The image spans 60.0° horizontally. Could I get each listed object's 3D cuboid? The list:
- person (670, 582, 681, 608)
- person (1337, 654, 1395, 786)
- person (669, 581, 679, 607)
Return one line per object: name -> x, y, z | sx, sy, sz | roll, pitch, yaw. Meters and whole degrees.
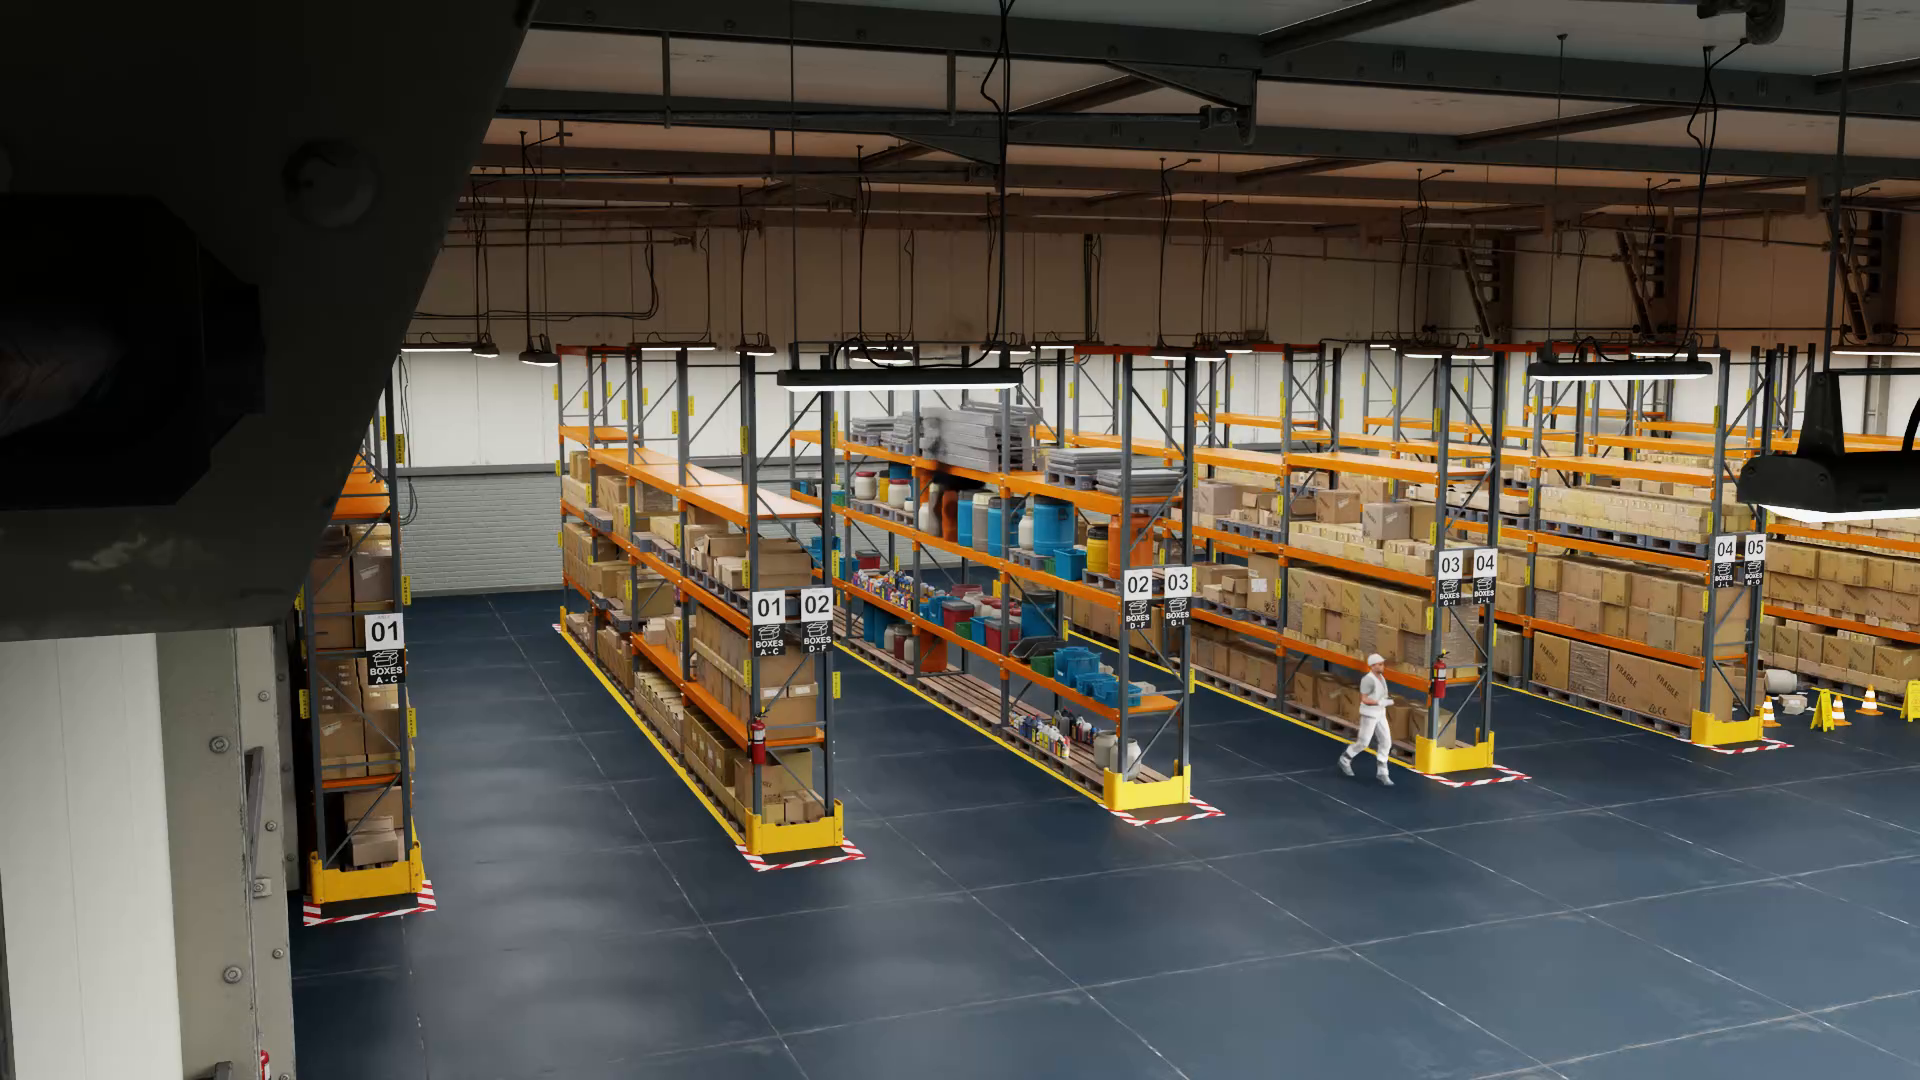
person -> -5.652, 1.238, 34.142 | 0.531, 1.544, 0.539 | -5, 9, -35
person -> 5.742, 2.499, 23.318 | 0.850, 1.842, 0.660 | 7, 10, 43
person -> -6.020, 0.994, 35.380 | 0.848, 1.728, 0.741 | 6, 10, 42
